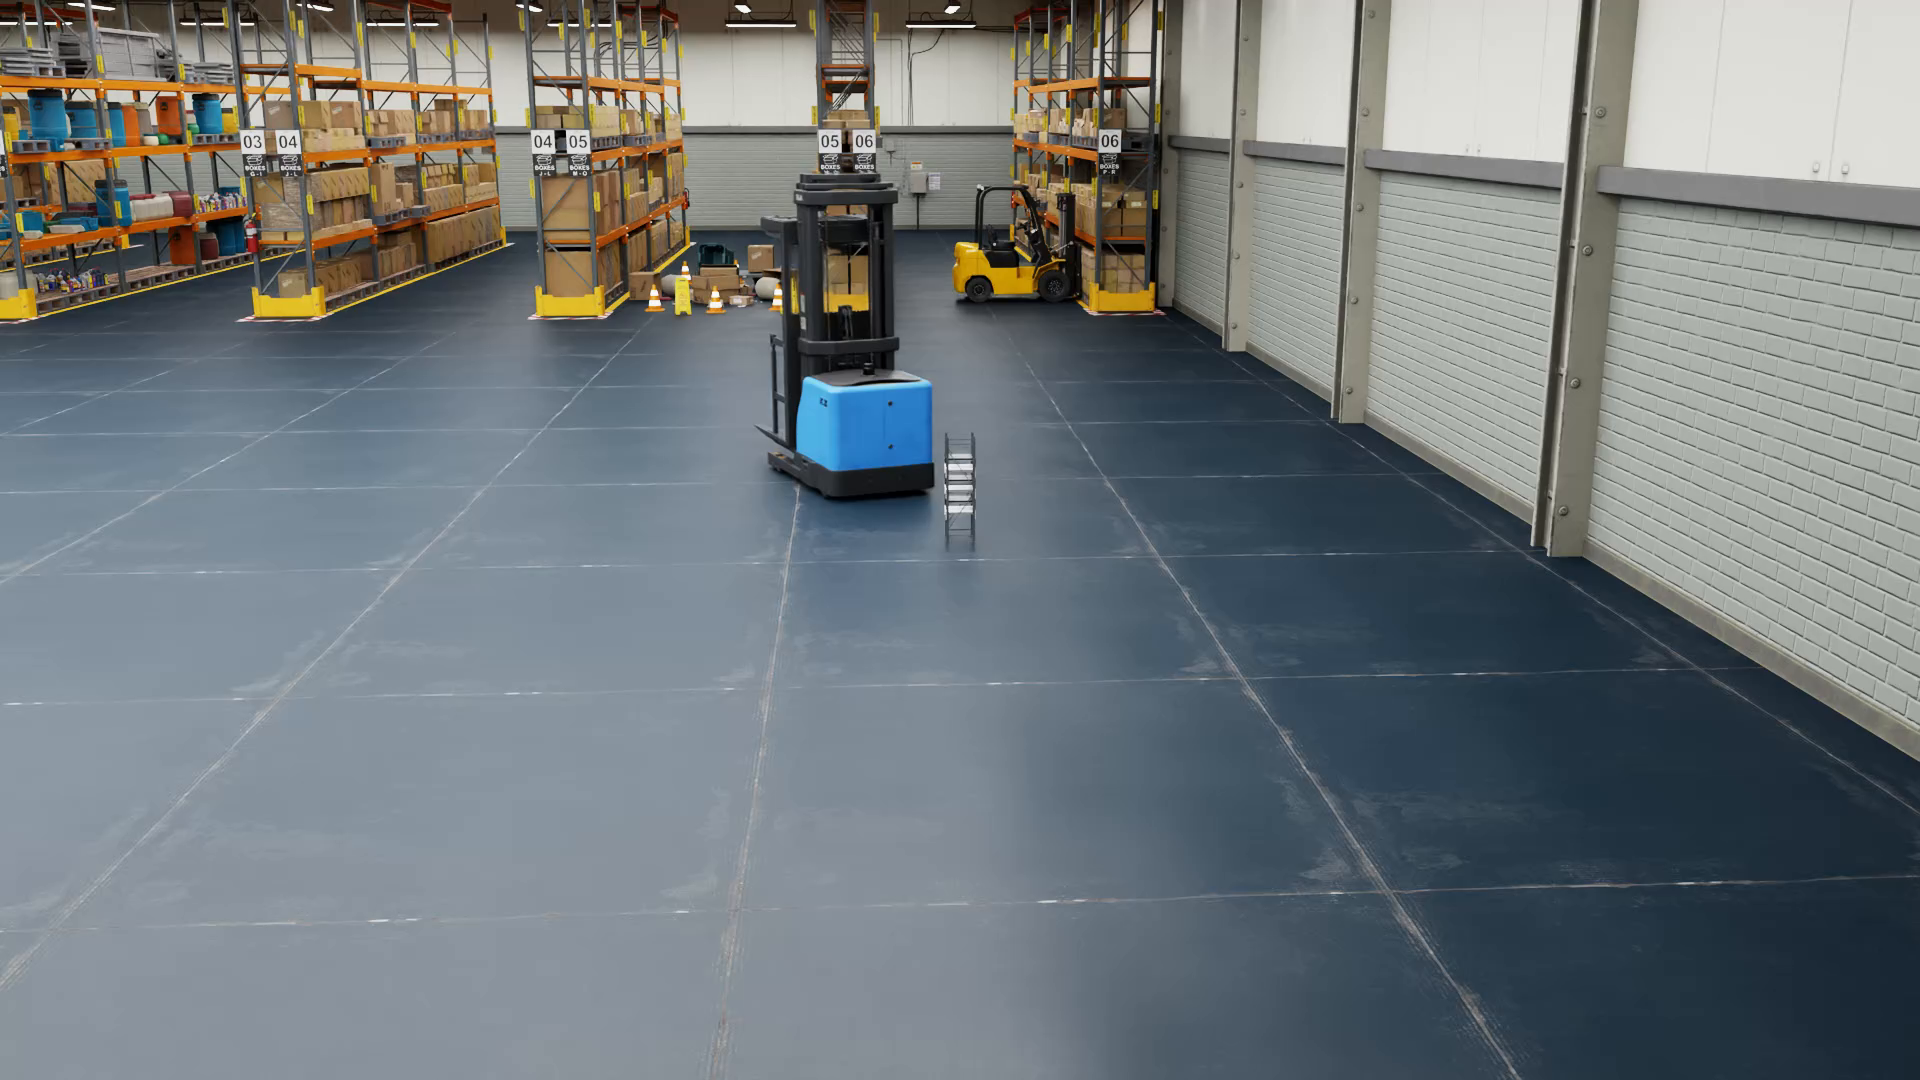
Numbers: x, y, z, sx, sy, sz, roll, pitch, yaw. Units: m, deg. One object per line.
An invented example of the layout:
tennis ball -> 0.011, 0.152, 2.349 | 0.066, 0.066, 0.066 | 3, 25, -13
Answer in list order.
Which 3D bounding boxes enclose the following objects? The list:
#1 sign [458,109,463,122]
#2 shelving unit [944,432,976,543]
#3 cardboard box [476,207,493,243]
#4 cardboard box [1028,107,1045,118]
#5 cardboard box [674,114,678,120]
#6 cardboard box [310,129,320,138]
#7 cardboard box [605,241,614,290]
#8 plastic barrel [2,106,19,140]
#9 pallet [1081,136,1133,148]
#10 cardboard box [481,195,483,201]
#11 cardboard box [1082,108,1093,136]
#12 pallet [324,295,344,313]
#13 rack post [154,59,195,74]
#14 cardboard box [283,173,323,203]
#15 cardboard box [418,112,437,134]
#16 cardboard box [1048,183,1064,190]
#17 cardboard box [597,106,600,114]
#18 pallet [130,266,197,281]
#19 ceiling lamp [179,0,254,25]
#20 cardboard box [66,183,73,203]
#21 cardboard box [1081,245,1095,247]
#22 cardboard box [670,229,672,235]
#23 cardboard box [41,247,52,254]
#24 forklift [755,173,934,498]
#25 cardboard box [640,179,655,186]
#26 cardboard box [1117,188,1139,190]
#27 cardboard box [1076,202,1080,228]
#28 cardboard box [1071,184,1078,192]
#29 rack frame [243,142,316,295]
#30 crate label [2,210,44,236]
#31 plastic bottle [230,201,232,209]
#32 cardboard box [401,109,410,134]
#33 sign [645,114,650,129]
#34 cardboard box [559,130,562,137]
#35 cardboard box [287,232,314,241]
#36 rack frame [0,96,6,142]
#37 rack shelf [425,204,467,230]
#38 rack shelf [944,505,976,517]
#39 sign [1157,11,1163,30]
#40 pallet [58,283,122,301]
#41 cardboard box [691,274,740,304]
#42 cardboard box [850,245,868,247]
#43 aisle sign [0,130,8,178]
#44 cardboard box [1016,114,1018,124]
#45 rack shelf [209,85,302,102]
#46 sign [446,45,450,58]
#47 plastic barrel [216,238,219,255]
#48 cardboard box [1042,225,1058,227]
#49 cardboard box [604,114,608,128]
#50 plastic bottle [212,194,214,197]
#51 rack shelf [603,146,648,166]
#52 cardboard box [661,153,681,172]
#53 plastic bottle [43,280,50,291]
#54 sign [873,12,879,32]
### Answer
sign -> -12.093, -10.278, 40.264 | 0.100, 0.325, 0.005 | -1, 14, -3
shelving unit -> 0.000, -0.438, 13.922 | 0.258, 0.900, 0.210 | -1, 14, -3
cardboard box -> -12.706, -8.197, 43.284 | 0.875, 0.875, 0.875 | -1, 14, -3
cardboard box -> 1.881, -10.489, 40.787 | 0.396, 0.266, 0.258 | -1, 14, -4
cardboard box -> -7.553, -11.004, 43.254 | 0.380, 0.149, 0.250 | -1, 14, -3
cardboard box -> -11.681, -7.268, 29.736 | 0.380, 0.149, 0.250 | 0, 14, -1
cardboard box -> -7.153, -5.266, 31.895 | 0.875, 0.875, 0.875 | -1, 14, -3
plastic barrel -> -17.032, -7.380, 29.448 | 0.600, 0.588, 0.600 | 0, 14, 0
pallet -> 2.857, -7.548, 31.500 | 1.003, 0.211, 1.213 | -1, 14, -3
cardboard box -> -12.419, -8.756, 42.543 | 0.380, 0.149, 0.250 | -1, 14, -5
cardboard box -> 2.722, -7.921, 31.522 | 0.797, 0.503, 0.637 | 0, 14, -2
pallet -> -11.911, -4.298, 30.308 | 1.003, 0.211, 1.213 | -1, 14, -3
rack post -> -17.416, -10.389, 36.495 | 0.954, 0.300, 0.937 | -1, 14, -3
cardboard box -> -11.653, -6.245, 29.474 | 0.500, 0.500, 0.500 | -1, 14, -3
cardboard box -> -12.534, -9.631, 38.367 | 0.797, 0.503, 0.637 | -1, 14, -4
cardboard box -> 2.184, -7.926, 37.310 | 0.380, 0.149, 0.250 | 0, 14, -2
cardboard box -> -6.683, -7.724, 29.869 | 0.380, 0.149, 0.250 | -1, 14, -3
pallet -> -17.321, -5.797, 36.132 | 1.003, 0.211, 1.213 | -1, 14, -3
ceiling lamp -> -20.439, -15.692, 45.241 | 2.000, 3.185, 0.800 | -1, 14, -3
cardboard box -> -22.316, -8.566, 41.100 | 0.500, 0.500, 0.500 | -1, 14, -2
cardboard box -> 2.487, -5.632, 32.567 | 0.500, 0.250, 0.500 | 0, 14, -2
cardboard box -> -7.450, -7.732, 41.743 | 0.380, 0.149, 0.250 | 0, 14, -1
cardboard box -> -22.205, -7.144, 39.905 | 0.500, 0.500, 0.500 | -1, 14, -4
forklift -> -1.297, -2.136, 16.447 | 1.130, 2.935, 3.031 | -6, 16, -23
cardboard box -> -7.378, -8.412, 39.168 | 0.380, 0.149, 0.250 | -2, 15, -6
cardboard box -> 3.174, -6.576, 31.465 | 0.380, 0.149, 0.250 | -1, 14, -5
cardboard box -> 2.554, -6.331, 32.413 | 0.500, 0.500, 0.500 | -1, 14, -4
cardboard box -> 2.430, -7.075, 33.406 | 0.380, 0.149, 0.250 | -1, 14, -2
rack frame -> -11.891, -5.427, 29.100 | 1.000, 3.000, 0.127 | -1, 14, -3
crate label -> -17.218, -5.821, 30.561 | 0.502, 0.435, 0.616 | -1, 14, -3
plastic bottle -> -17.134, -7.868, 38.984 | 0.097, 0.201, 0.097 | 0, 14, 0
cardboard box -> -12.065, -8.918, 35.443 | 0.500, 0.500, 0.500 | -1, 14, -4
sign -> -6.875, -9.216, 36.610 | 0.100, 0.325, 0.005 | -1, 14, -3
cardboard box -> -7.324, -7.265, 29.685 | 0.380, 0.149, 0.250 | -1, 14, -3
cardboard box -> -11.671, -5.380, 29.421 | 0.380, 0.149, 0.250 | -1, 14, -3
rack frame -> -16.834, -8.256, 28.055 | 1.000, 3.000, 0.127 | -1, 14, -3
rack shelf -> -12.510, -7.566, 38.856 | 1.077, 0.370, 4.000 | -1, 14, -3
rack shelf -> 0.000, -0.231, 13.975 | 0.258, 0.077, 0.200 | -1, 14, -3
sign -> 3.508, -9.099, 29.140 | 0.100, 0.325, 0.005 | -1, 14, -3
pallet -> -17.082, -4.827, 32.365 | 1.003, 0.211, 1.213 | -1, 14, -3
cardboard box -> -4.636, -4.769, 31.552 | 0.797, 0.503, 0.637 | -13, 20, -42
cardboard box -> -1.910, -5.540, 32.710 | 0.500, 0.500, 0.500 | -1, 14, -2
aisle sign -> -16.537, -6.596, 28.427 | 0.394, 0.787, 0.004 | -1, 14, -3
cardboard box -> 1.752, -11.162, 44.070 | 0.500, 0.250, 0.500 | -1, 14, -4
rack shelf -> -17.702, -11.196, 41.727 | 1.077, 0.370, 4.000 | -1, 14, -3
sign -> -13.436, -12.834, 43.655 | 0.100, 0.325, 0.005 | -1, 14, -3
plastic barrel -> -17.571, -6.880, 38.897 | 0.421, 0.512, 0.421 | 0, 14, 0
cardboard box -> 2.156, -7.465, 39.893 | 0.380, 0.149, 0.250 | -1, 14, -3
cardboard box -> -6.803, -7.755, 30.788 | 0.500, 0.250, 0.500 | -1, 14, -4
plastic bottle -> -17.981, -8.181, 40.036 | 0.061, 0.283, 0.133 | -1, 14, -3
rack shelf -> -7.306, -8.075, 34.815 | 1.077, 0.370, 4.000 | -1, 14, -3
cardboard box -> -7.617, -9.899, 43.674 | 0.500, 0.500, 0.500 | -1, 14, -5
plastic bottle -> -17.279, -4.810, 31.434 | 0.097, 0.201, 0.097 | 0, 14, 0
sign -> -1.458, -8.985, 28.853 | 0.100, 0.325, 0.005 | -1, 14, -3
